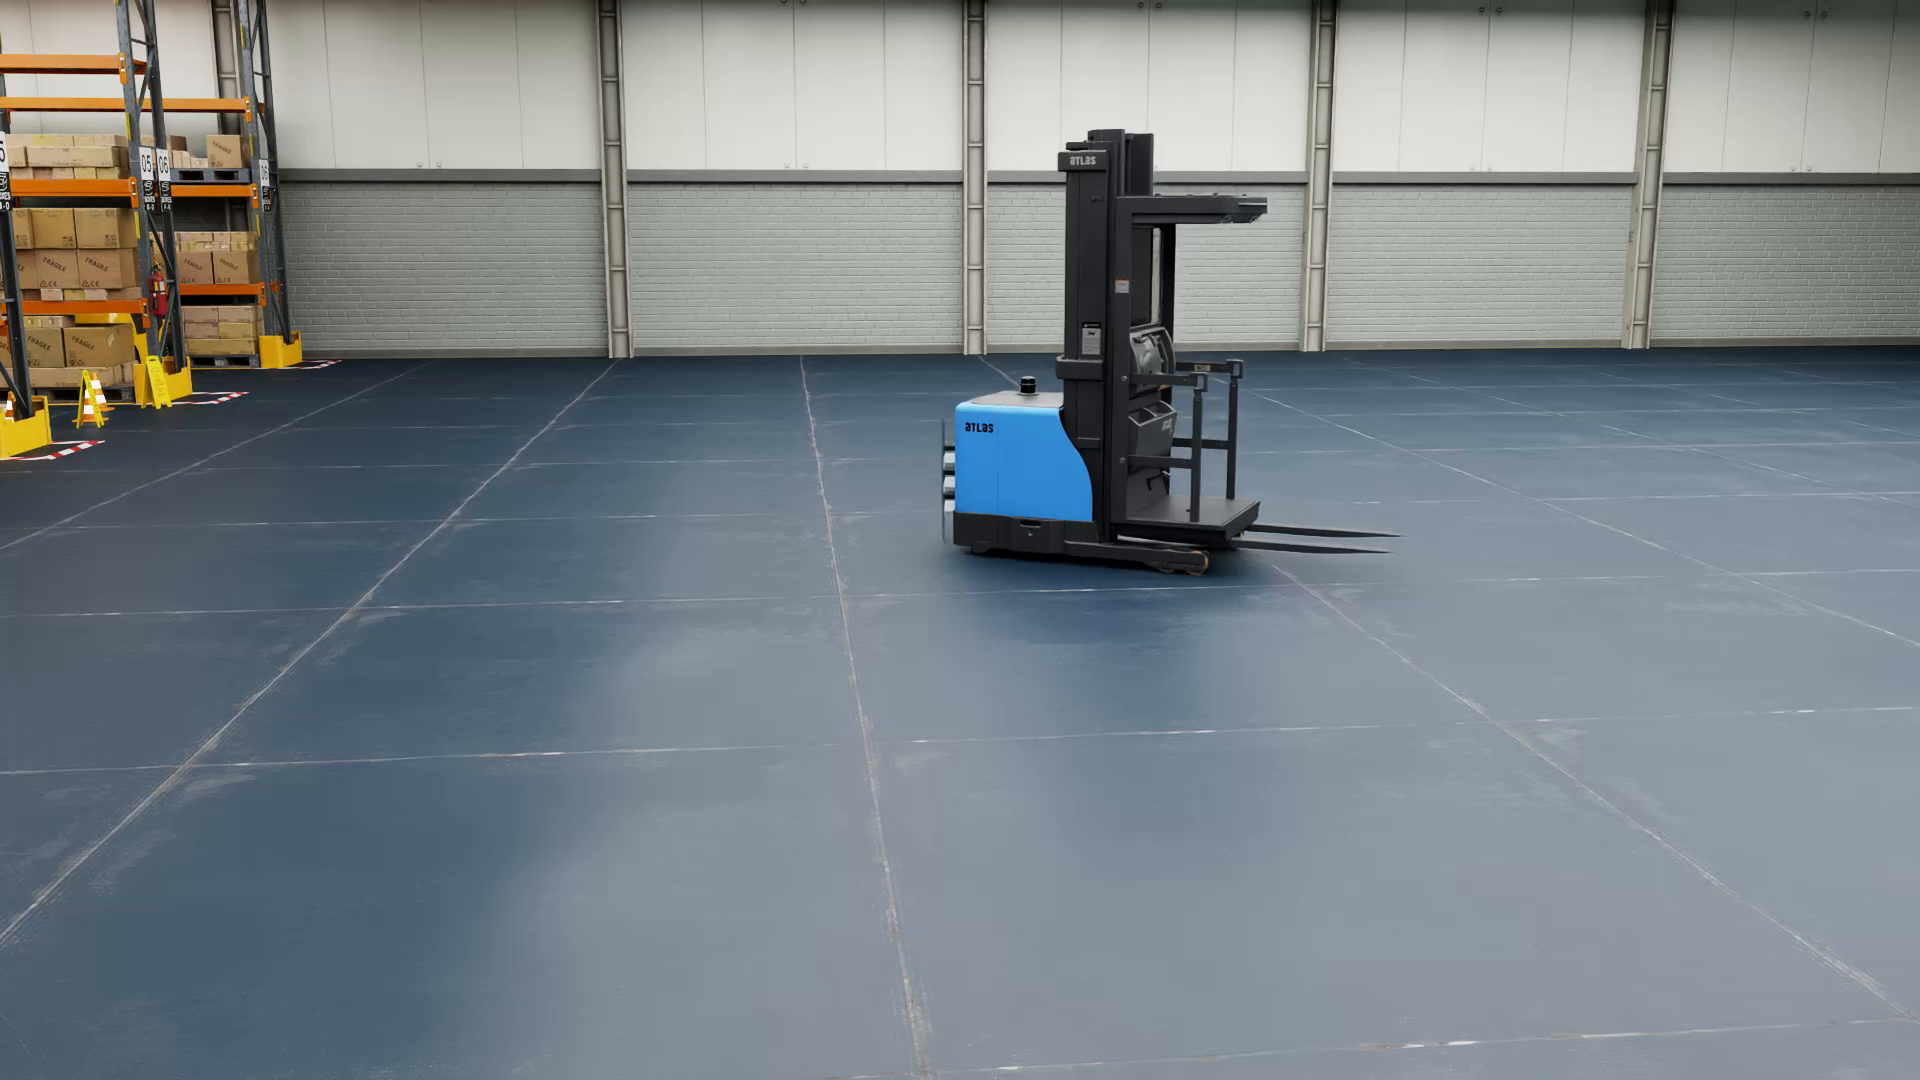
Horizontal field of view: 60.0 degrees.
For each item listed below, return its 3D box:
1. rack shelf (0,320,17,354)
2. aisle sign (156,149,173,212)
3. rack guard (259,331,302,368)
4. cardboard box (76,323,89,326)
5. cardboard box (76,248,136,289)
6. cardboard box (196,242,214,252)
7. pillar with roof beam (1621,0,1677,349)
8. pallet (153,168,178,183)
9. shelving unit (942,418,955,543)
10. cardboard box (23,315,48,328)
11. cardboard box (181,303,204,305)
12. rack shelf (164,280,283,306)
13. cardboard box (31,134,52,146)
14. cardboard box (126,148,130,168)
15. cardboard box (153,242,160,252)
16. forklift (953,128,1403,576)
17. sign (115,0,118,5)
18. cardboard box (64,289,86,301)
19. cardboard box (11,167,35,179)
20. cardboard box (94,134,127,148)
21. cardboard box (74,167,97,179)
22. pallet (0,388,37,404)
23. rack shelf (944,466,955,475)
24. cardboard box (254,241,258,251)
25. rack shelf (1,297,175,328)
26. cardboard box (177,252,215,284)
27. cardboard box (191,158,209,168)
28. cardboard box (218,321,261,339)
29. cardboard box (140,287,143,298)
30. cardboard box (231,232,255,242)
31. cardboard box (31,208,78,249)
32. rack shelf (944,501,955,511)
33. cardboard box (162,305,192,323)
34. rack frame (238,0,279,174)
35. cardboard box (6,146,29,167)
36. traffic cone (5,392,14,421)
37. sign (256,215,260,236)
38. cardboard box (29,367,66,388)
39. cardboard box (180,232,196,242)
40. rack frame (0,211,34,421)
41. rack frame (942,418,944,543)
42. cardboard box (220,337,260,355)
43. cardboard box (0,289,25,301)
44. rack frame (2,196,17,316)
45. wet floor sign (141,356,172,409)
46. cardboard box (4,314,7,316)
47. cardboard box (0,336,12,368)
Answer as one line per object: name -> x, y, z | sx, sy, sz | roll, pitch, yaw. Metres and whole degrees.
rack shelf -> -11.706, -1.988, 16.570 | 4.000, 0.370, 1.077 | -1, 11, -6
aisle sign -> -10.325, -4.666, 21.589 | 0.004, 0.787, 0.394 | -1, 11, -6
rack guard -> -10.869, -3.056, 26.616 | 0.348, 0.500, 1.175 | -1, 11, -6
cardboard box -> -11.728, -2.579, 21.805 | 0.500, 0.500, 0.500 | -2, 11, -8
cardboard box -> -10.863, -3.461, 21.166 | 0.500, 0.500, 0.500 | -1, 11, -7
cardboard box -> -11.723, -4.584, 25.966 | 0.250, 0.149, 0.380 | -1, 11, -5
pillar with roof beam -> 12.642, -7.058, 24.943 | 0.400, 9.000, 9.100 | -1, 11, -6
pallet -> -12.814, -5.675, 25.910 | 1.213, 0.211, 1.003 | -1, 11, -6
shelving unit -> -0.023, -0.443, 12.290 | 0.210, 0.900, 0.258 | 0, 11, -2
cardboard box -> -11.729, -2.781, 21.153 | 0.250, 0.149, 0.380 | -1, 11, -5
cardboard box -> -12.386, -3.636, 26.535 | 0.500, 0.250, 0.500 | -1, 11, -6
rack shelf -> -12.881, -3.887, 26.230 | 4.000, 0.370, 1.077 | -1, 11, -6
cardboard box -> -11.427, -5.004, 20.854 | 0.250, 0.149, 0.380 | -1, 11, -6
cardboard box -> -10.882, -4.915, 21.434 | 0.500, 0.250, 0.500 | -1, 11, -7
cardboard box -> -12.480, -4.557, 25.830 | 0.250, 0.149, 0.380 | -1, 11, -6
forklift -> 1.517, -1.314, 11.456 | 3.031, 2.935, 1.130 | 5, 12, 22
sign -> -10.313, -6.703, 20.303 | 0.005, 0.325, 0.100 | -1, 11, -6
cardboard box -> -11.199, -3.130, 21.165 | 0.250, 0.149, 0.380 | -1, 11, -7
cardboard box -> -11.691, -4.600, 20.867 | 0.250, 0.149, 0.380 | -1, 11, -7
cardboard box -> -10.657, -5.006, 20.865 | 0.250, 0.149, 0.380 | -1, 11, -6
cardboard box -> -10.921, -4.606, 20.897 | 0.250, 0.149, 0.380 | -1, 11, -6
pallet -> -12.450, -1.925, 21.614 | 1.213, 0.211, 1.003 | -1, 11, -6
rack shelf -> -0.023, -0.499, 12.279 | 0.200, 0.077, 0.258 | 0, 11, -2
cardboard box -> -11.258, -4.692, 26.517 | 0.250, 0.149, 0.380 | -1, 11, -8
rack shelf -> -12.341, -2.935, 21.388 | 4.000, 0.370, 1.077 | -1, 11, -6
cardboard box -> -11.871, -4.261, 26.009 | 0.500, 0.500, 0.500 | -1, 11, -4
cardboard box -> -11.684, -5.810, 25.673 | 0.250, 0.149, 0.380 | -2, 11, -8
cardboard box -> -11.343, -3.314, 26.192 | 0.500, 0.250, 0.500 | -1, 11, -7
cardboard box -> -10.713, -3.239, 21.721 | 0.250, 0.149, 0.380 | -1, 11, -6
cardboard box -> -11.226, -4.747, 26.028 | 0.250, 0.149, 0.380 | -1, 11, -6
cardboard box -> -11.341, -3.954, 21.083 | 0.500, 0.500, 0.700 | -1, 11, -6
rack shelf -> -0.023, -0.234, 12.331 | 0.200, 0.077, 0.258 | 0, 11, -2
cardboard box -> -12.324, -3.536, 26.025 | 0.500, 0.250, 0.500 | -1, 11, -5
rack frame -> -10.893, -7.226, 25.794 | 0.127, 3.000, 1.000 | -1, 11, -6
cardboard box -> -11.848, -4.790, 20.798 | 0.500, 0.250, 0.500 | -1, 11, -4
traffic cone -> -10.399, -1.399, 18.287 | 0.334, 0.463, 0.336 | -1, 11, -6
sign -> -10.848, -4.862, 25.707 | 0.005, 0.325, 0.100 | -1, 11, -6
cardboard box -> -11.643, -2.109, 21.360 | 0.500, 0.250, 0.500 | -1, 11, -6
cardboard box -> -11.981, -4.735, 25.964 | 0.250, 0.149, 0.380 | -1, 11, -6
rack frame -> -9.718, -2.383, 16.713 | 0.127, 3.000, 1.000 | -1, 11, -6
rack frame -> -0.125, -0.443, 12.286 | 0.006, 0.900, 0.240 | 0, 11, -2
cardboard box -> -11.326, -3.068, 26.239 | 0.500, 0.250, 0.500 | -1, 11, -6
cardboard box -> -11.966, -3.118, 21.103 | 0.250, 0.149, 0.380 | -1, 11, -7
rack frame -> -14.869, -4.199, 25.949 | 0.127, 3.000, 1.000 | -1, 11, -6
wet floor sign -> -10.049, -1.974, 20.734 | 0.232, 0.644, 0.267 | 3, 11, 14
cardboard box -> -15.387, -3.226, 26.071 | 0.625, 0.625, 0.875 | -1, 11, -4
cardboard box -> -12.142, -2.468, 21.239 | 0.500, 0.500, 0.500 | -1, 11, -7
